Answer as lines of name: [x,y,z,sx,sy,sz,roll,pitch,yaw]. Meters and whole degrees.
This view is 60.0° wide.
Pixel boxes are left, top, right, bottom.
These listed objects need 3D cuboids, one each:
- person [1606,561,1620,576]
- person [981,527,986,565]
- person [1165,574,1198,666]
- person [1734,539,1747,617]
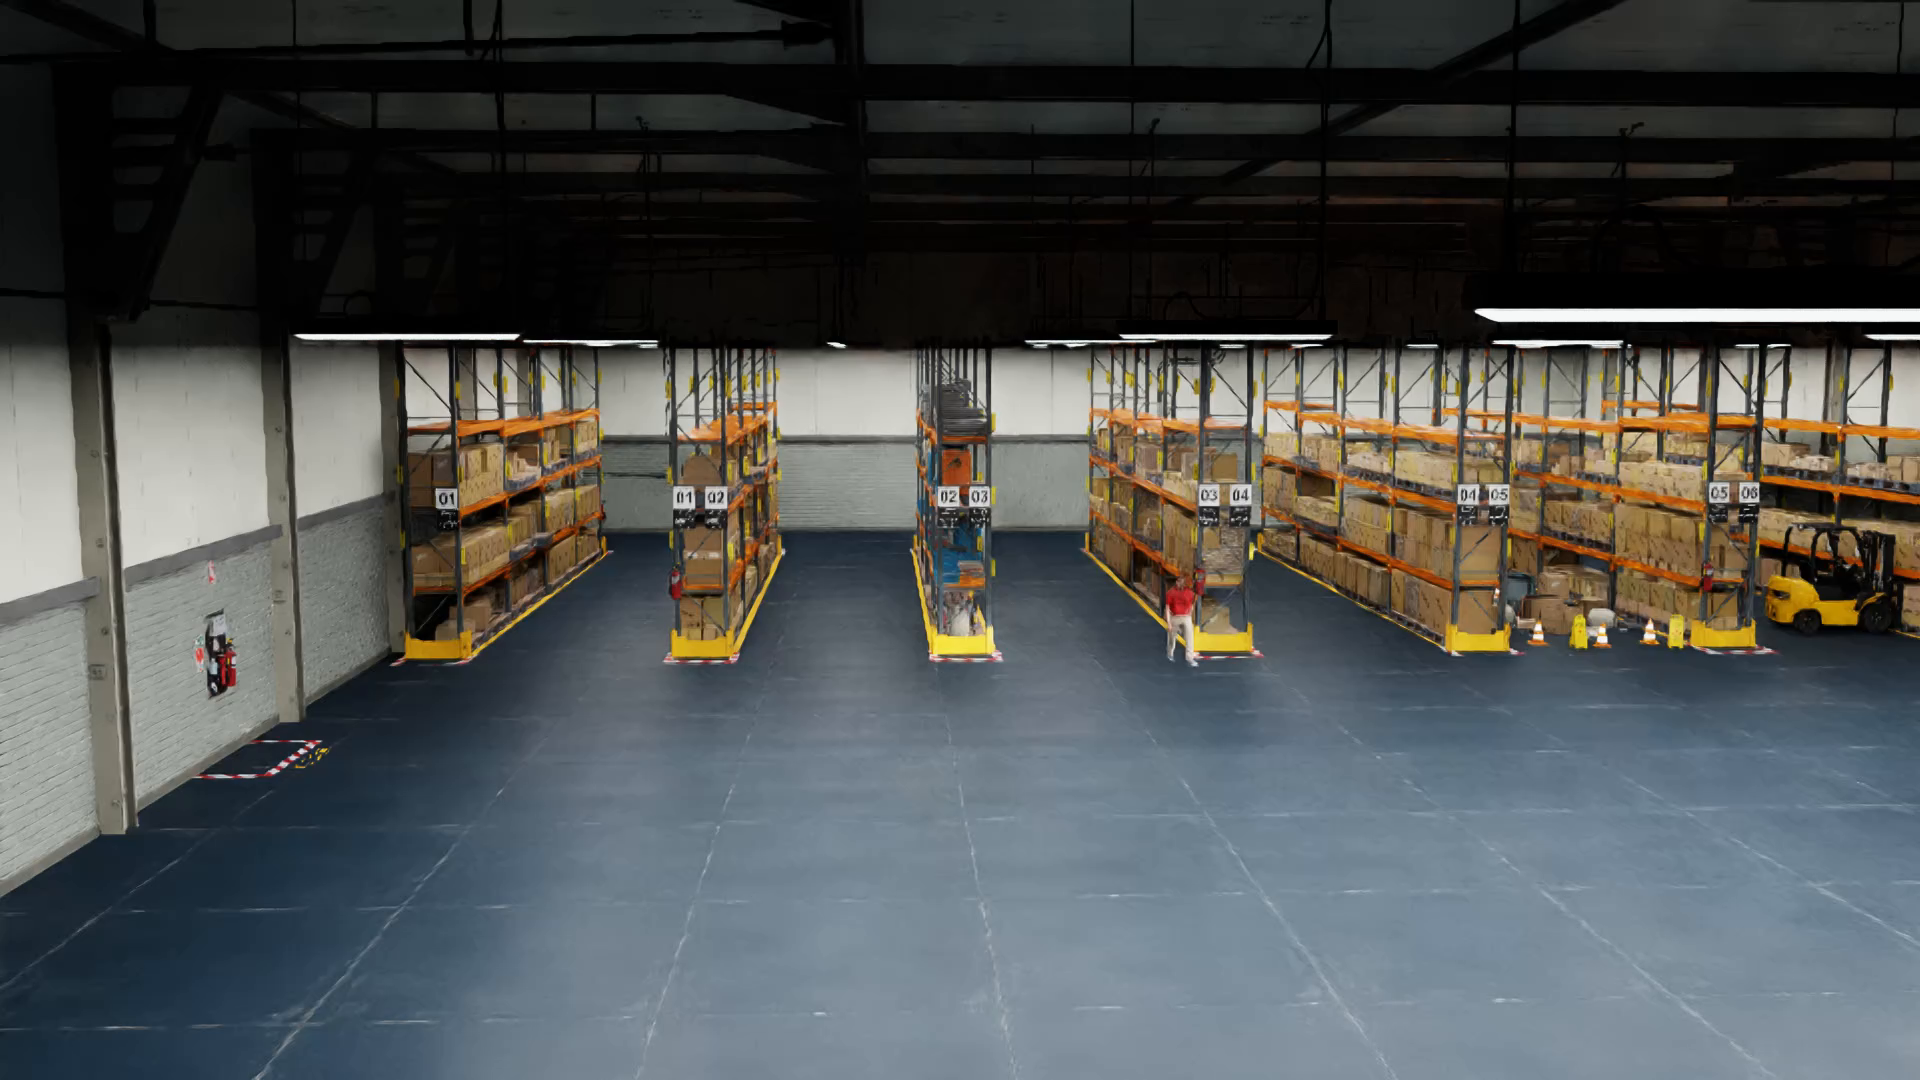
person: [16.362,0.132,41.843,0.538,1.665,0.573,3,7,27]
person: [0.498,-0.126,44.418,0.619,1.611,0.726,-4,8,-32]
person: [4.013,1.436,30.381,0.547,1.640,1.116,-1,7,-5]
person: [16.862,0.804,35.996,0.549,1.653,0.574,3,7,28]
